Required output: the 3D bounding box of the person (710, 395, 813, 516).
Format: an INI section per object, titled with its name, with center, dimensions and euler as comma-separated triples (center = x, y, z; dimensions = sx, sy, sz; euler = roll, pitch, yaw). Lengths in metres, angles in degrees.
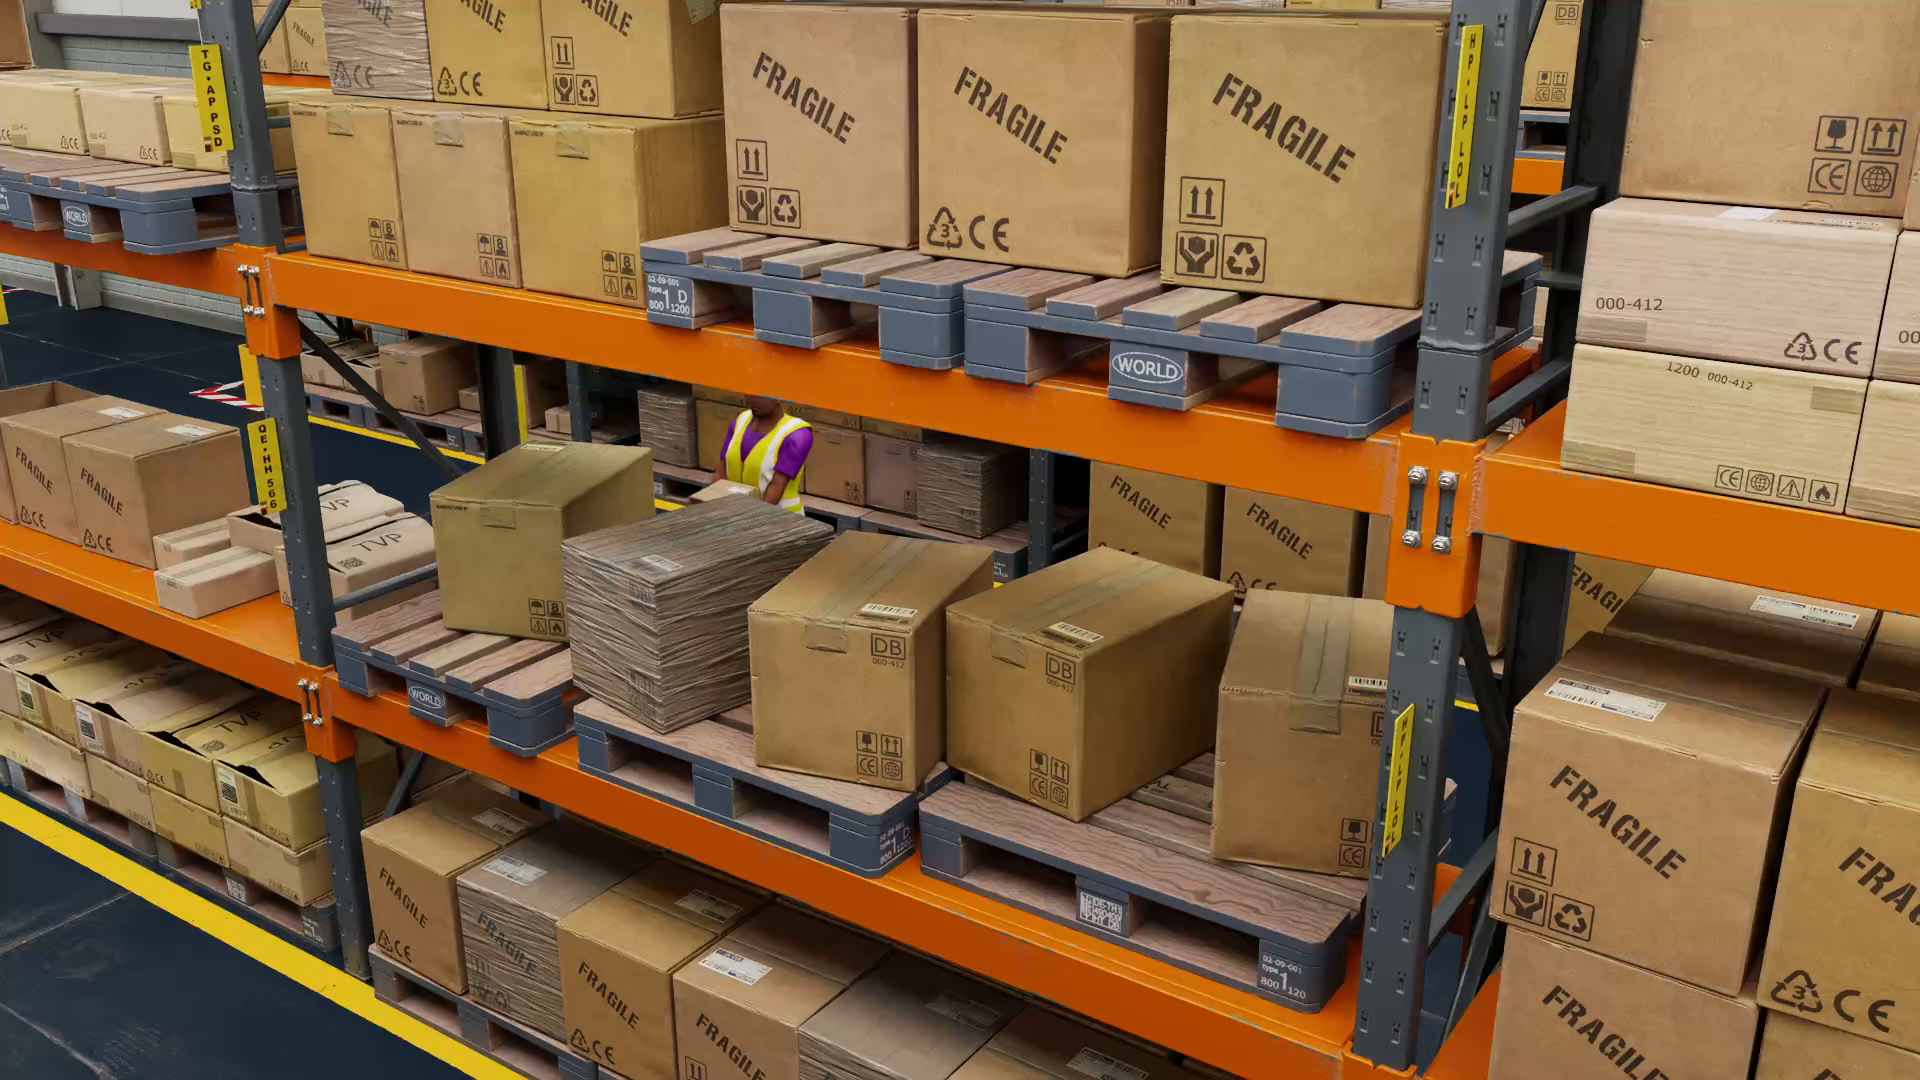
[person]
center = -1.074, -0.039, 8.652
dimensions = 0.504, 1.761, 0.578
euler = 13, 24, 33
